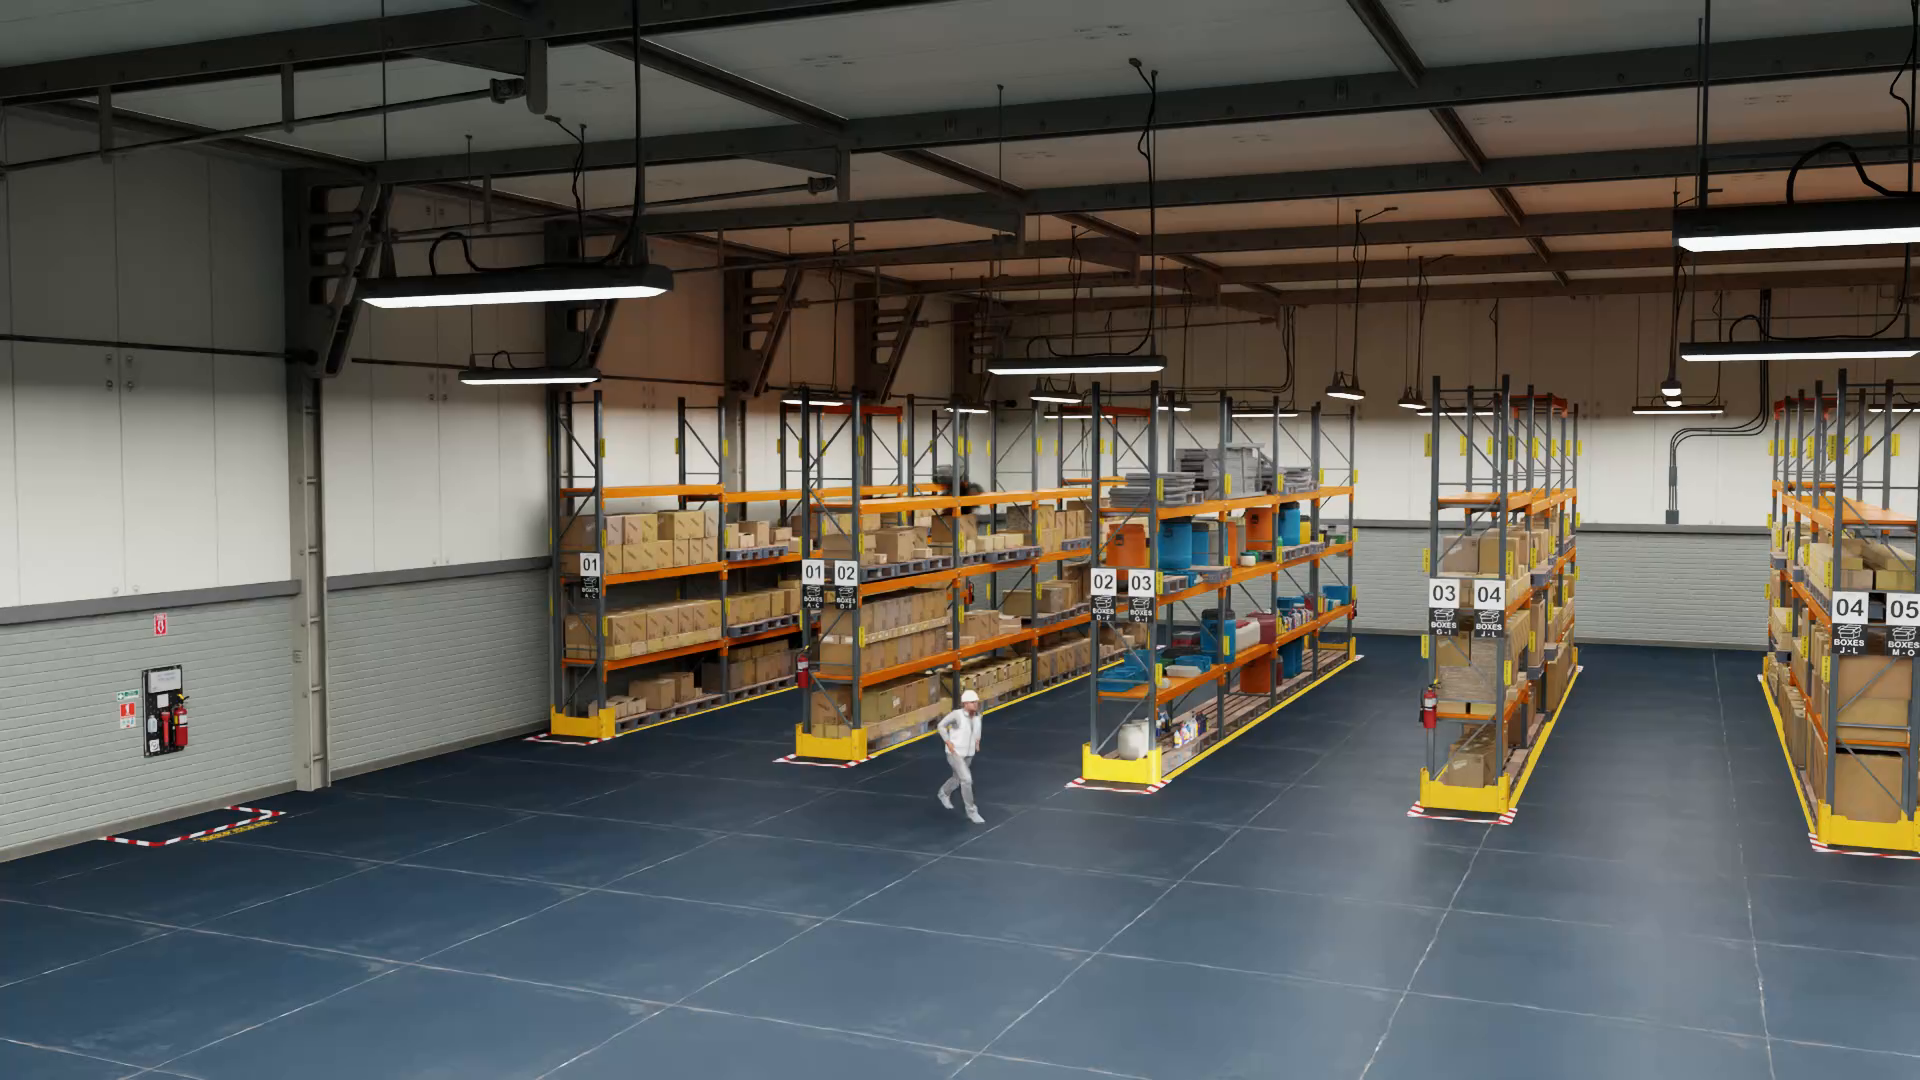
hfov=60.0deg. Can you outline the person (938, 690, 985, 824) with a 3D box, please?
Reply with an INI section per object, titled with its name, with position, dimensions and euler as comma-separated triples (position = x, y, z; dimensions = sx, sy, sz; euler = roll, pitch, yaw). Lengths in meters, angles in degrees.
[person]
position = -0.009, 2.887, 22.478
dimensions = 0.673, 1.773, 0.993
euler = -2, 4, -37
